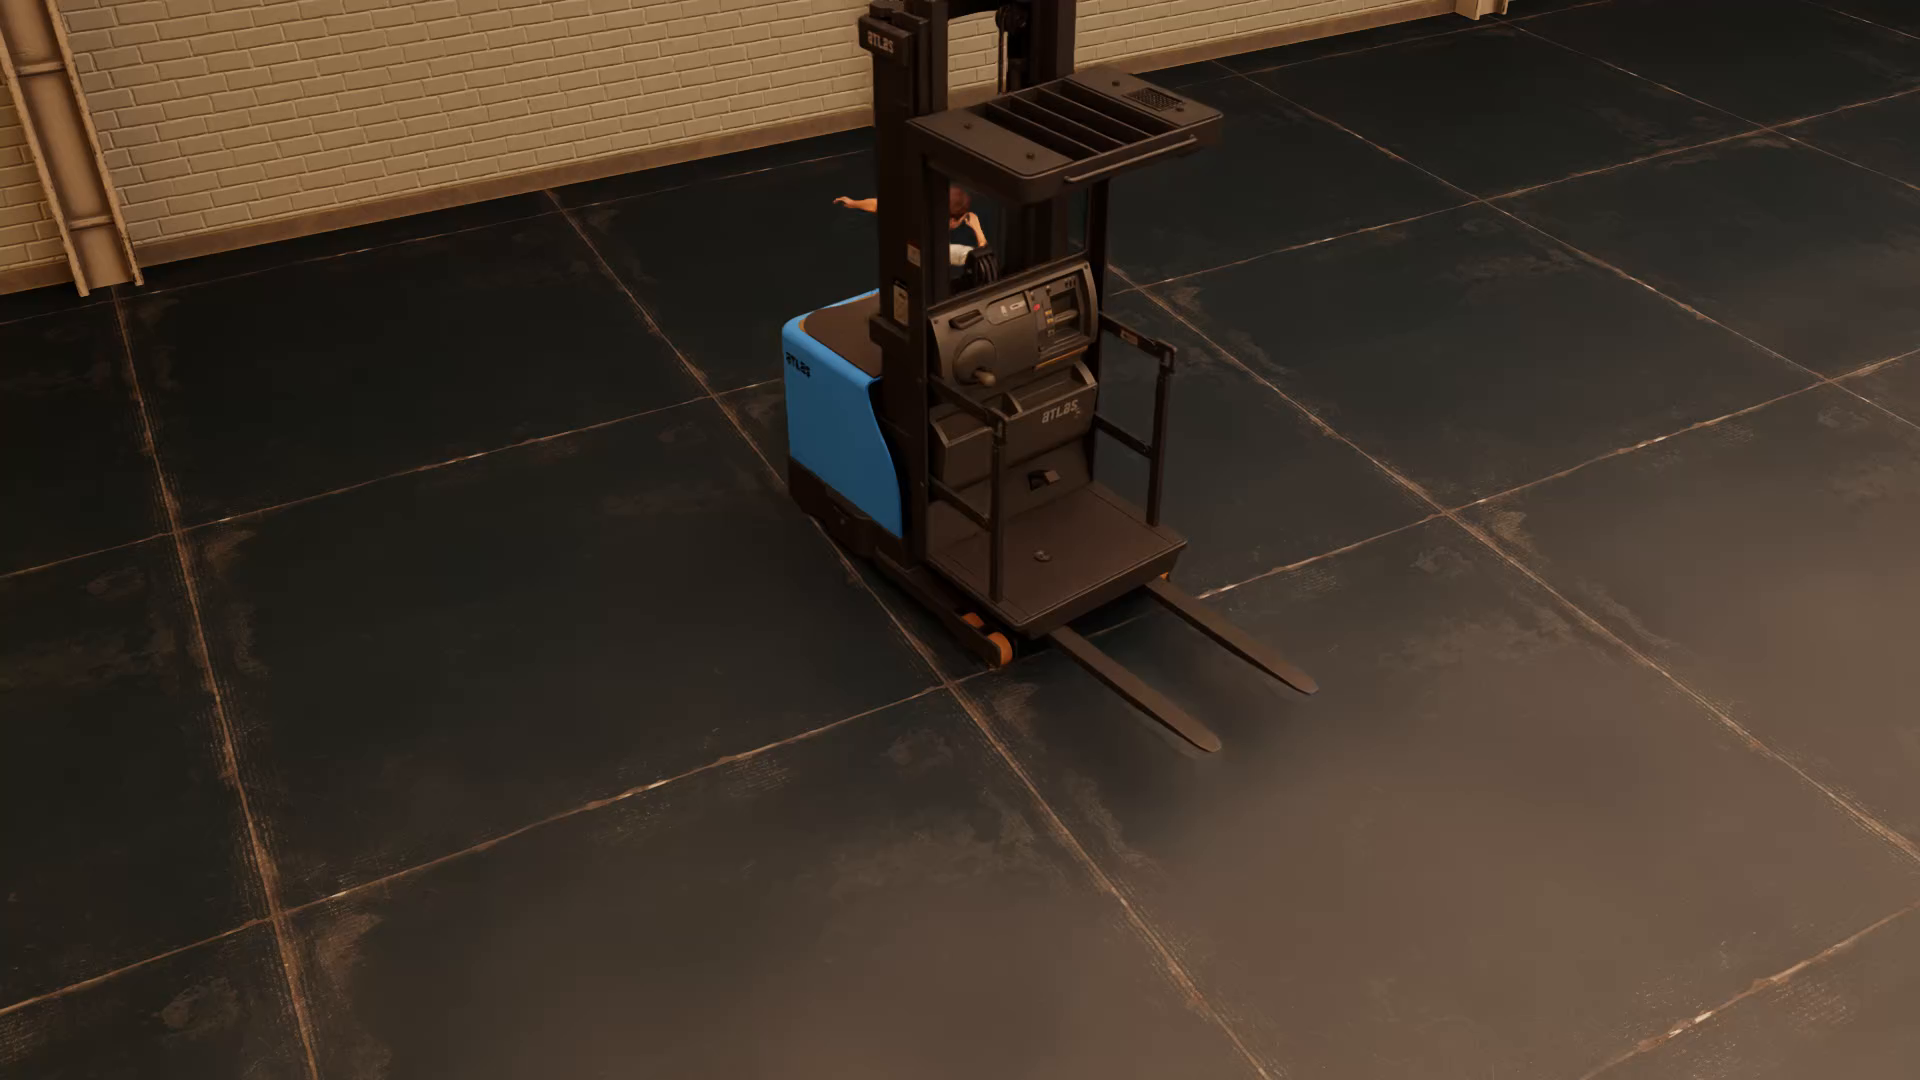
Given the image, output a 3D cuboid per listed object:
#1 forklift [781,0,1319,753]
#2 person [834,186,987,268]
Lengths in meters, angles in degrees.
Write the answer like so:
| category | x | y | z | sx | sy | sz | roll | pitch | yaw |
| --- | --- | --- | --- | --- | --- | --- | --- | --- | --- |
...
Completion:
| category | x | y | z | sx | sy | sz | roll | pitch | yaw |
| --- | --- | --- | --- | --- | --- | --- | --- | --- | --- |
| forklift | 0.389 | -0.923 | 7.429 | 1.130 | 2.935 | 3.031 | -25 | 42 | -30 |
| person | -0.140 | -1.476 | 9.619 | 0.827 | 1.359 | 1.134 | -14 | 38 | -19 |
